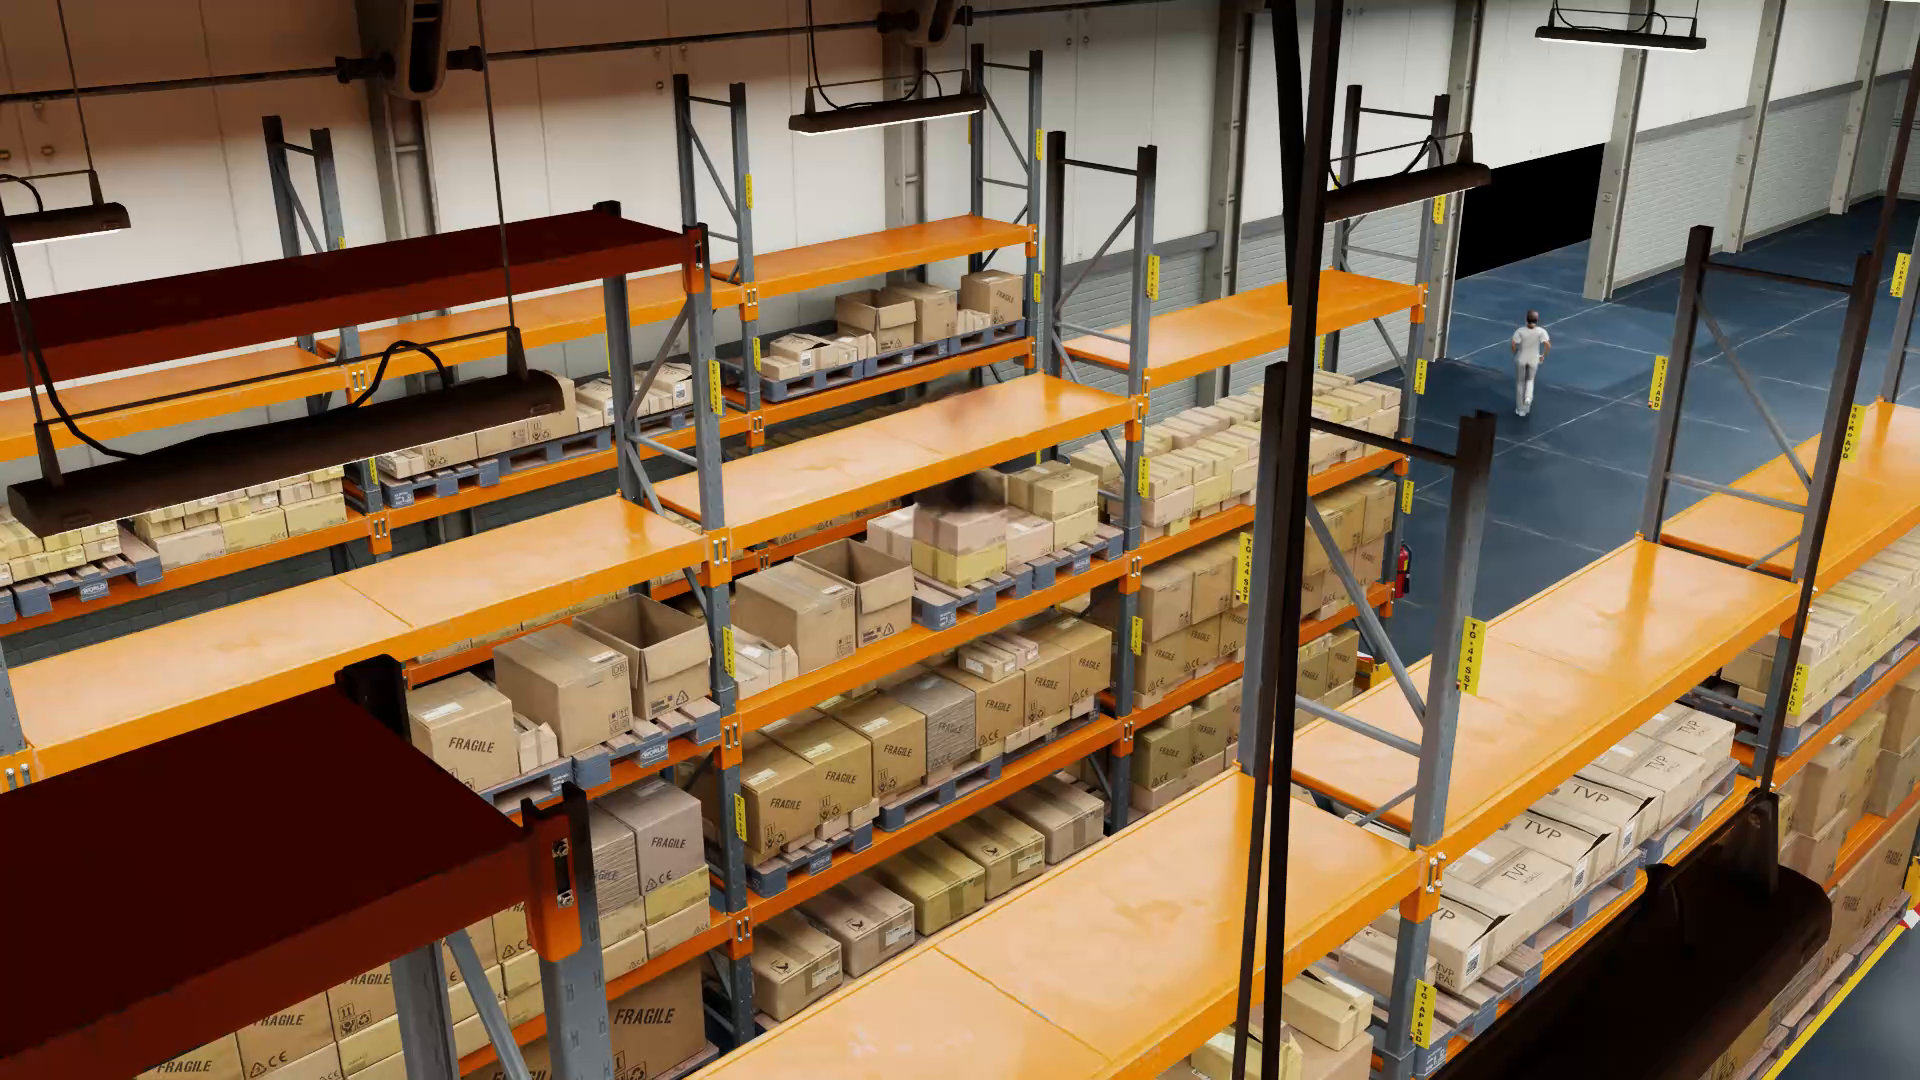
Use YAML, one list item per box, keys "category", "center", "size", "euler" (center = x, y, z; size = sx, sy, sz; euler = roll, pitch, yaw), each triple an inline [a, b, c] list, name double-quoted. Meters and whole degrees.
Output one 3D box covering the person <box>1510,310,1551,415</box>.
- category: "person"
  center: [8.624, -2.702, 25.260]
  size: [0.569, 1.633, 0.512]
  euler: [5, 23, 13]
